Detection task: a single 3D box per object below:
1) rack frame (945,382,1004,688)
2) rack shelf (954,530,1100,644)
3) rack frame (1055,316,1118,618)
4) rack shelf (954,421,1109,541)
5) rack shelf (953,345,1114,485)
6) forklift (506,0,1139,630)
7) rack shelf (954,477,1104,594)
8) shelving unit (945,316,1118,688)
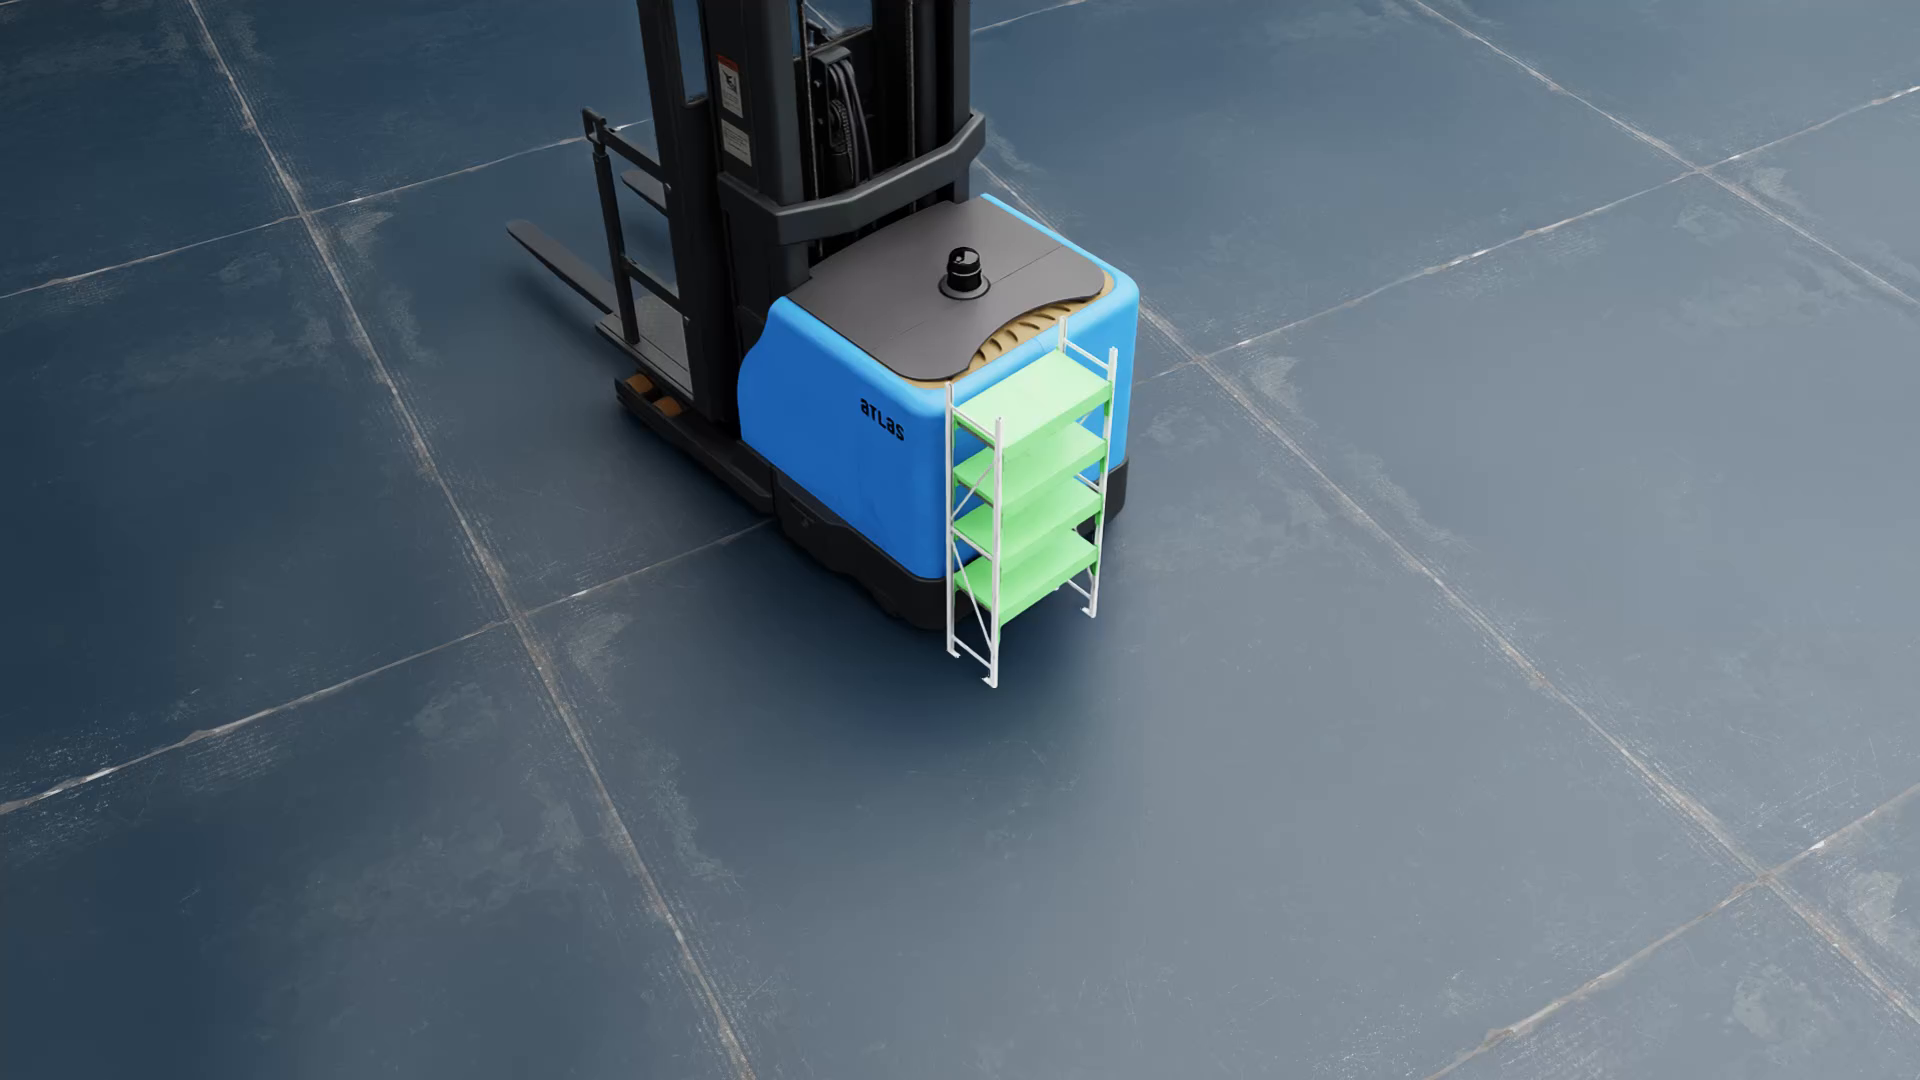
[{"bbox_3d":[0.041,0.017,5.371,0.015,1.200,0.240,-33,53,-29],"label":"rack frame"},{"bbox_3d":[0.220,0.119,5.702,0.480,0.148,0.258,-33,53,-29],"label":"rack shelf"},{"bbox_3d":[0.400,-0.214,5.609,0.015,1.200,0.240,-33,53,-29],"label":"rack frame"},{"bbox_3d":[0.221,-0.225,5.367,0.480,0.148,0.258,-33,53,-29],"label":"rack shelf"},{"bbox_3d":[0.221,-0.397,5.200,0.480,0.148,0.258,-33,53,-29],"label":"rack shelf"},{"bbox_3d":[-0.744,-1.676,5.872,1.130,2.935,3.031,-33,53,-29],"label":"forklift"},{"bbox_3d":[0.221,-0.053,5.534,0.480,0.148,0.258,-33,53,-29],"label":"rack shelf"},{"bbox_3d":[0.221,-0.099,5.490,0.503,1.200,0.258,-33,53,-29],"label":"shelving unit"}]
